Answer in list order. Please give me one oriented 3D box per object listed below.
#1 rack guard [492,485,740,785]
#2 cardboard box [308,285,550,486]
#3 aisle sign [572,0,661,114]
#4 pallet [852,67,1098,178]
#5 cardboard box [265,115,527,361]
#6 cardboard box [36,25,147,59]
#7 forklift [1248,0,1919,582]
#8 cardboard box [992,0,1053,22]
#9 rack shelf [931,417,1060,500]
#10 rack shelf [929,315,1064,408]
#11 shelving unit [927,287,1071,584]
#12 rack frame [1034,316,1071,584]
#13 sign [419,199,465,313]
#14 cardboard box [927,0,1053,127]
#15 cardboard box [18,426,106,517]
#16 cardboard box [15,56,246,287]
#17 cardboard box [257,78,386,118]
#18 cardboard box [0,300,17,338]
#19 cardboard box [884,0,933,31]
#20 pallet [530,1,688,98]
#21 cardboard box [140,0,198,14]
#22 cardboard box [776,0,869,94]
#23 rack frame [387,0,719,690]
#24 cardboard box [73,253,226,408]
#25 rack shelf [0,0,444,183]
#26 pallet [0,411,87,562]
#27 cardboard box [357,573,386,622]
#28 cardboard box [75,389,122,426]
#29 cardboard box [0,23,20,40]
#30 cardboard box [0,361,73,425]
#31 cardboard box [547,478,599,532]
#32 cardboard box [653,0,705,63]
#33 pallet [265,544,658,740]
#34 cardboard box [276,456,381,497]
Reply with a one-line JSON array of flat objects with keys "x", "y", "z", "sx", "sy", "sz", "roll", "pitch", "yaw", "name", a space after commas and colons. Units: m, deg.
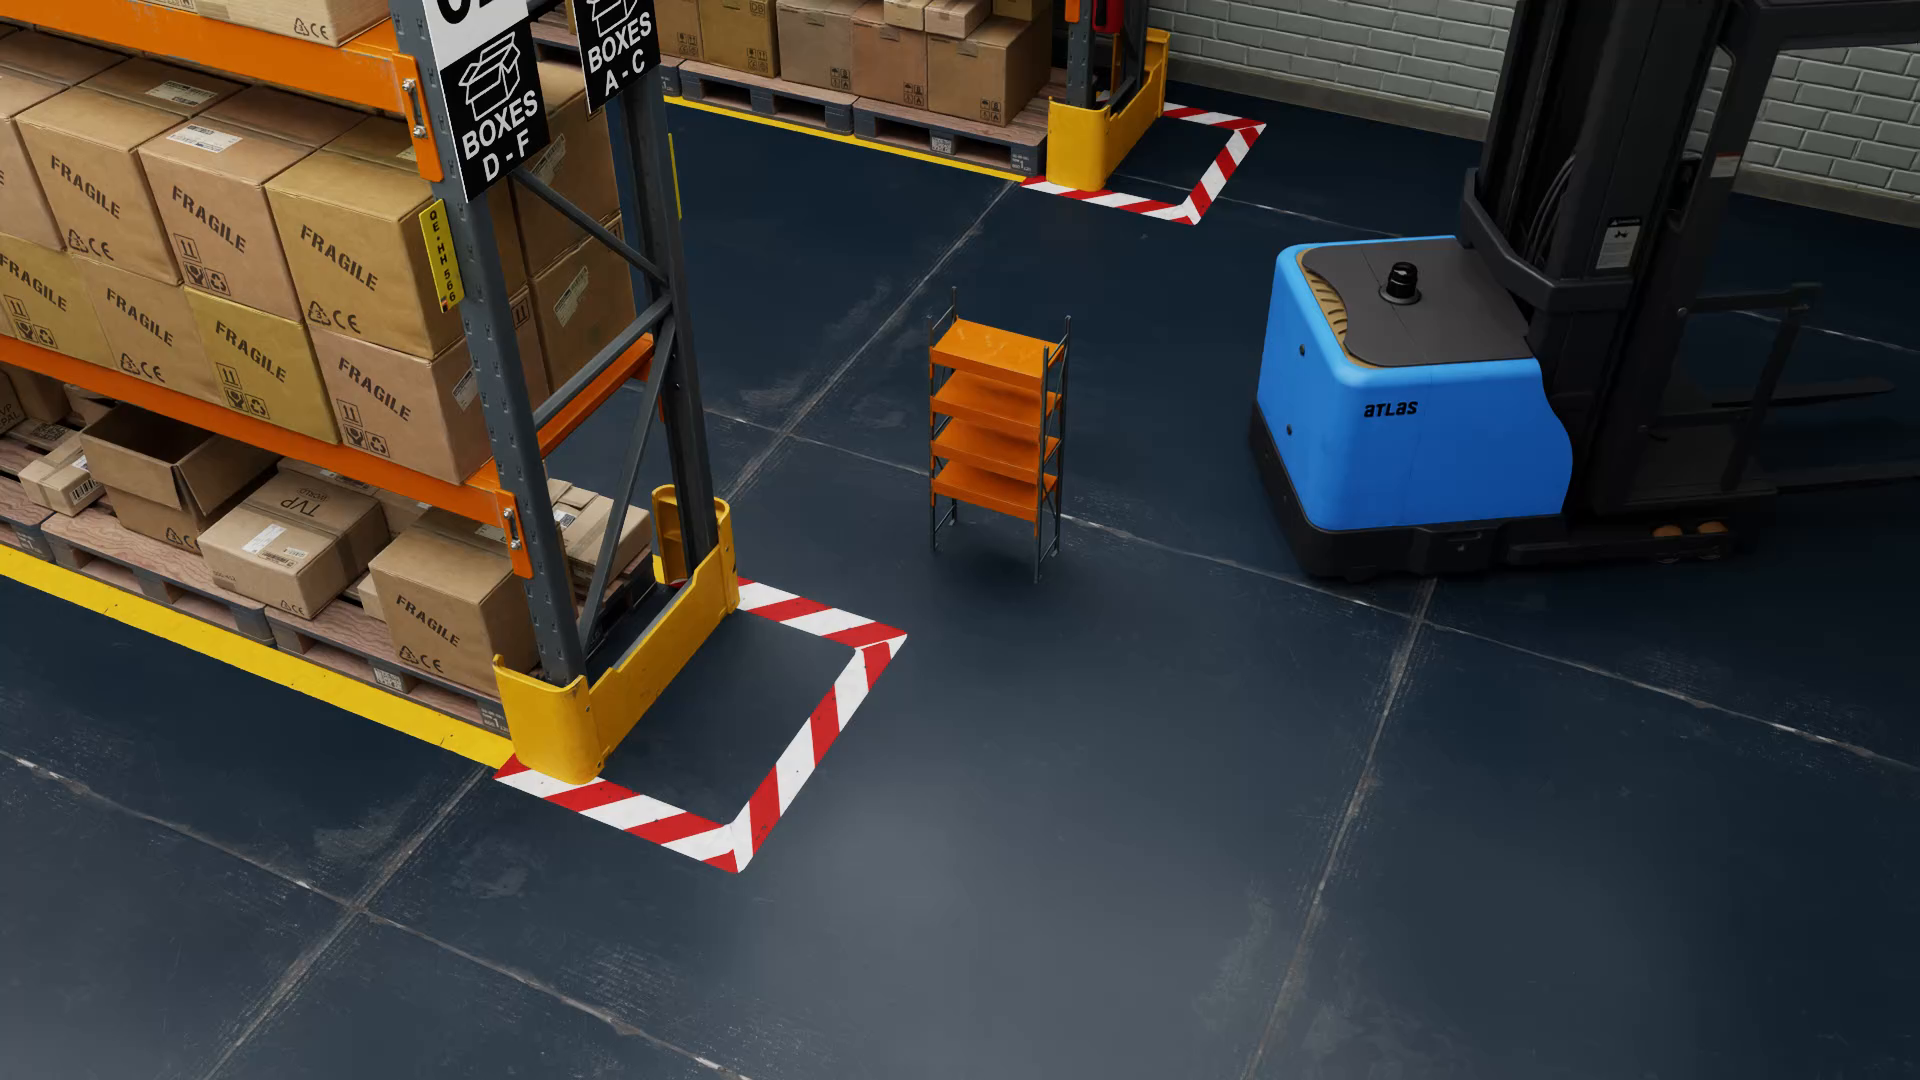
[{"x": -1.301, "y": 0.344, "z": 6.471, "sx": 0.348, "sy": 0.500, "sz": 1.175, "roll": 17, "pitch": 44, "yaw": 19, "name": "rack guard"}, {"x": -1.753, "y": -0.579, "z": 5.552, "sx": 0.500, "sy": 0.500, "sz": 0.500, "roll": 18, "pitch": 44, "yaw": 20, "name": "cardboard box"}, {"x": -1.046, "y": -1.717, "z": 4.956, "sx": 0.004, "sy": 0.787, "sz": 0.394, "roll": 17, "pitch": 44, "yaw": 19, "name": "aisle sign"}, {"x": 0.101, "y": -2.642, "z": 10.137, "sx": 1.213, "sy": 0.211, "sz": 1.003, "roll": 17, "pitch": 44, "yaw": 19, "name": "pallet"}, {"x": -1.752, "y": -0.955, "z": 5.222, "sx": 0.500, "sy": 0.500, "sz": 0.500, "roll": 17, "pitch": 44, "yaw": 18, "name": "cardboard box"}, {"x": -2.912, "y": -1.696, "z": 6.077, "sx": 0.500, "sy": 0.500, "sz": 0.500, "roll": 17, "pitch": 44, "yaw": 18, "name": "cardboard box"}, {"x": 2.882, "y": -1.349, "z": 6.569, "sx": 3.031, "sy": 2.935, "sz": 1.130, "roll": -4, "pitch": 41, "yaw": -5, "name": "forklift"}, {"x": 0.380, "y": -3.198, "z": 9.742, "sx": 0.250, "sy": 0.149, "sz": 0.380, "roll": 17, "pitch": 44, "yaw": 19, "name": "cardboard box"}, {"x": 0.150, "y": -0.357, "z": 6.848, "sx": 0.480, "sy": 0.148, "sz": 0.258, "roll": 17, "pitch": 44, "yaw": 19, "name": "rack shelf"}, {"x": 0.150, "y": -0.705, "z": 6.547, "sx": 0.480, "sy": 0.148, "sz": 0.258, "roll": 17, "pitch": 44, "yaw": 19, "name": "rack shelf"}, {"x": 0.150, "y": -0.408, "z": 6.804, "sx": 0.503, "sy": 1.200, "sz": 0.258, "roll": 17, "pitch": 44, "yaw": 19, "name": "shelving unit"}, {"x": 0.371, "y": -0.340, "z": 6.726, "sx": 0.015, "sy": 1.200, "sz": 0.240, "roll": 17, "pitch": 44, "yaw": 19, "name": "rack frame"}, {"x": -1.485, "y": -0.812, "z": 4.771, "sx": 0.005, "sy": 0.325, "sz": 0.100, "roll": 17, "pitch": 44, "yaw": 19, "name": "sign"}, {"x": 0.182, "y": -2.869, "z": 9.858, "sx": 0.500, "sy": 0.500, "sz": 0.700, "roll": 17, "pitch": 44, "yaw": 19, "name": "cardboard box"}, {"x": -3.780, "y": -0.304, "z": 7.138, "sx": 0.250, "sy": 0.166, "sz": 0.380, "roll": 17, "pitch": 44, "yaw": 19, "name": "cardboard box"}, {"x": -2.682, "y": -1.235, "z": 5.545, "sx": 0.500, "sy": 0.500, "sz": 0.500, "roll": 18, "pitch": 44, "yaw": 20, "name": "cardboard box"}, {"x": -2.000, "y": -1.414, "z": 5.752, "sx": 0.500, "sy": 0.500, "sz": 0.500, "roll": 17, "pitch": 44, "yaw": 19, "name": "cardboard box"}, {"x": -3.592, "y": -1.142, "z": 6.201, "sx": 0.500, "sy": 0.500, "sz": 0.500, "roll": 17, "pitch": 44, "yaw": 18, "name": "cardboard box"}, {"x": -0.243, "y": -3.112, "z": 9.643, "sx": 0.250, "sy": 0.149, "sz": 0.380, "roll": 18, "pitch": 44, "yaw": 20, "name": "cardboard box"}, {"x": -2.110, "y": -3.317, "z": 10.916, "sx": 1.213, "sy": 0.211, "sz": 1.003, "roll": 17, "pitch": 44, "yaw": 19, "name": "pallet"}, {"x": -2.257, "y": -1.787, "z": 4.845, "sx": 0.500, "sy": 0.250, "sz": 0.500, "roll": 17, "pitch": 44, "yaw": 19, "name": "cardboard box"}, {"x": -0.727, "y": -3.146, "z": 10.178, "sx": 0.500, "sy": 0.500, "sz": 0.700, "roll": 16, "pitch": 43, "yaw": 17, "name": "cardboard box"}, {"x": -1.232, "y": -0.579, "z": 5.628, "sx": 0.127, "sy": 3.000, "sz": 1.000, "roll": 17, "pitch": 44, "yaw": 19, "name": "rack frame"}, {"x": -2.674, "y": -0.862, "z": 5.878, "sx": 0.500, "sy": 0.500, "sz": 0.500, "roll": 17, "pitch": 44, "yaw": 19, "name": "cardboard box"}, {"x": -3.044, "y": -1.995, "z": 5.520, "sx": 4.000, "sy": 0.370, "sz": 1.077, "roll": 17, "pitch": 44, "yaw": 19, "name": "rack shelf"}, {"x": -4.235, "y": -0.442, "z": 7.599, "sx": 1.213, "sy": 0.211, "sz": 1.003, "roll": 17, "pitch": 44, "yaw": 19, "name": "pallet"}, {"x": -2.158, "y": 0.155, "z": 6.608, "sx": 0.250, "sy": 0.166, "sz": 0.380, "roll": 17, "pitch": 44, "yaw": 19, "name": "cardboard box"}, {"x": -3.541, "y": -0.640, "z": 7.415, "sx": 0.500, "sy": 0.311, "sz": 0.500, "roll": 17, "pitch": 44, "yaw": 19, "name": "cardboard box"}, {"x": -3.615, "y": -1.520, "z": 5.873, "sx": 0.500, "sy": 0.500, "sz": 0.500, "roll": 16, "pitch": 43, "yaw": 17, "name": "cardboard box"}, {"x": -4.221, "y": -0.919, "z": 7.593, "sx": 0.500, "sy": 0.500, "sz": 0.500, "roll": 17, "pitch": 44, "yaw": 19, "name": "cardboard box"}, {"x": -1.693, "y": -0.064, "z": 6.861, "sx": 0.250, "sy": 0.166, "sz": 0.380, "roll": 17, "pitch": 44, "yaw": 19, "name": "cardboard box"}, {"x": -1.678, "y": -3.433, "z": 10.509, "sx": 0.500, "sy": 0.500, "sz": 0.700, "roll": 17, "pitch": 44, "yaw": 18, "name": "cardboard box"}, {"x": -2.024, "y": 0.234, "z": 6.820, "sx": 1.213, "sy": 0.211, "sz": 1.003, "roll": 17, "pitch": 44, "yaw": 19, "name": "pallet"}, {"x": -2.511, "y": -0.302, "z": 7.072, "sx": 0.500, "sy": 0.250, "sz": 0.500, "roll": 17, "pitch": 44, "yaw": 19, "name": "cardboard box"}]
